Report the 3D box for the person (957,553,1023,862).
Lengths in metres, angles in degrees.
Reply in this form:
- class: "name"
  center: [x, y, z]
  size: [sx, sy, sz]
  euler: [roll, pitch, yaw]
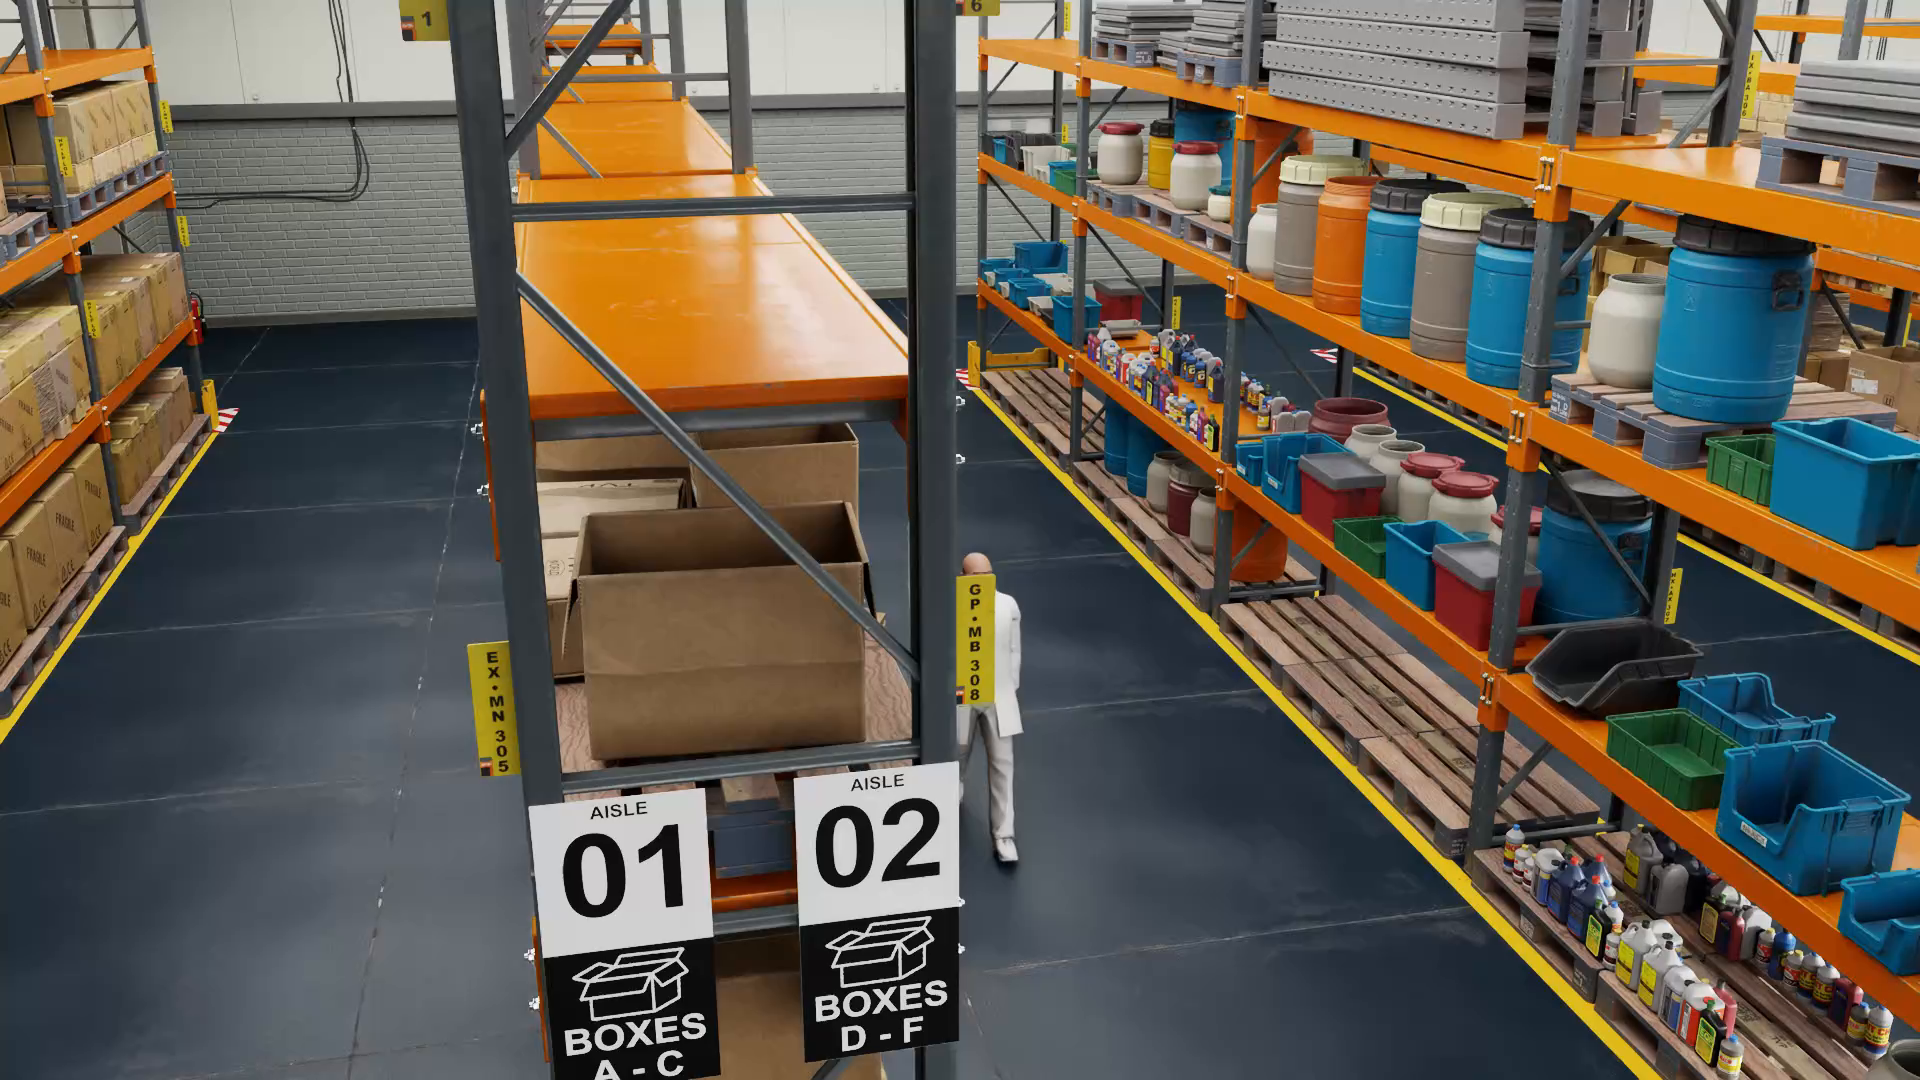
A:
- class: "person"
  center: [0.100, 0.924, 9.793]
  size: [0.573, 1.731, 1.102]
  euler: [-3, 20, -8]
